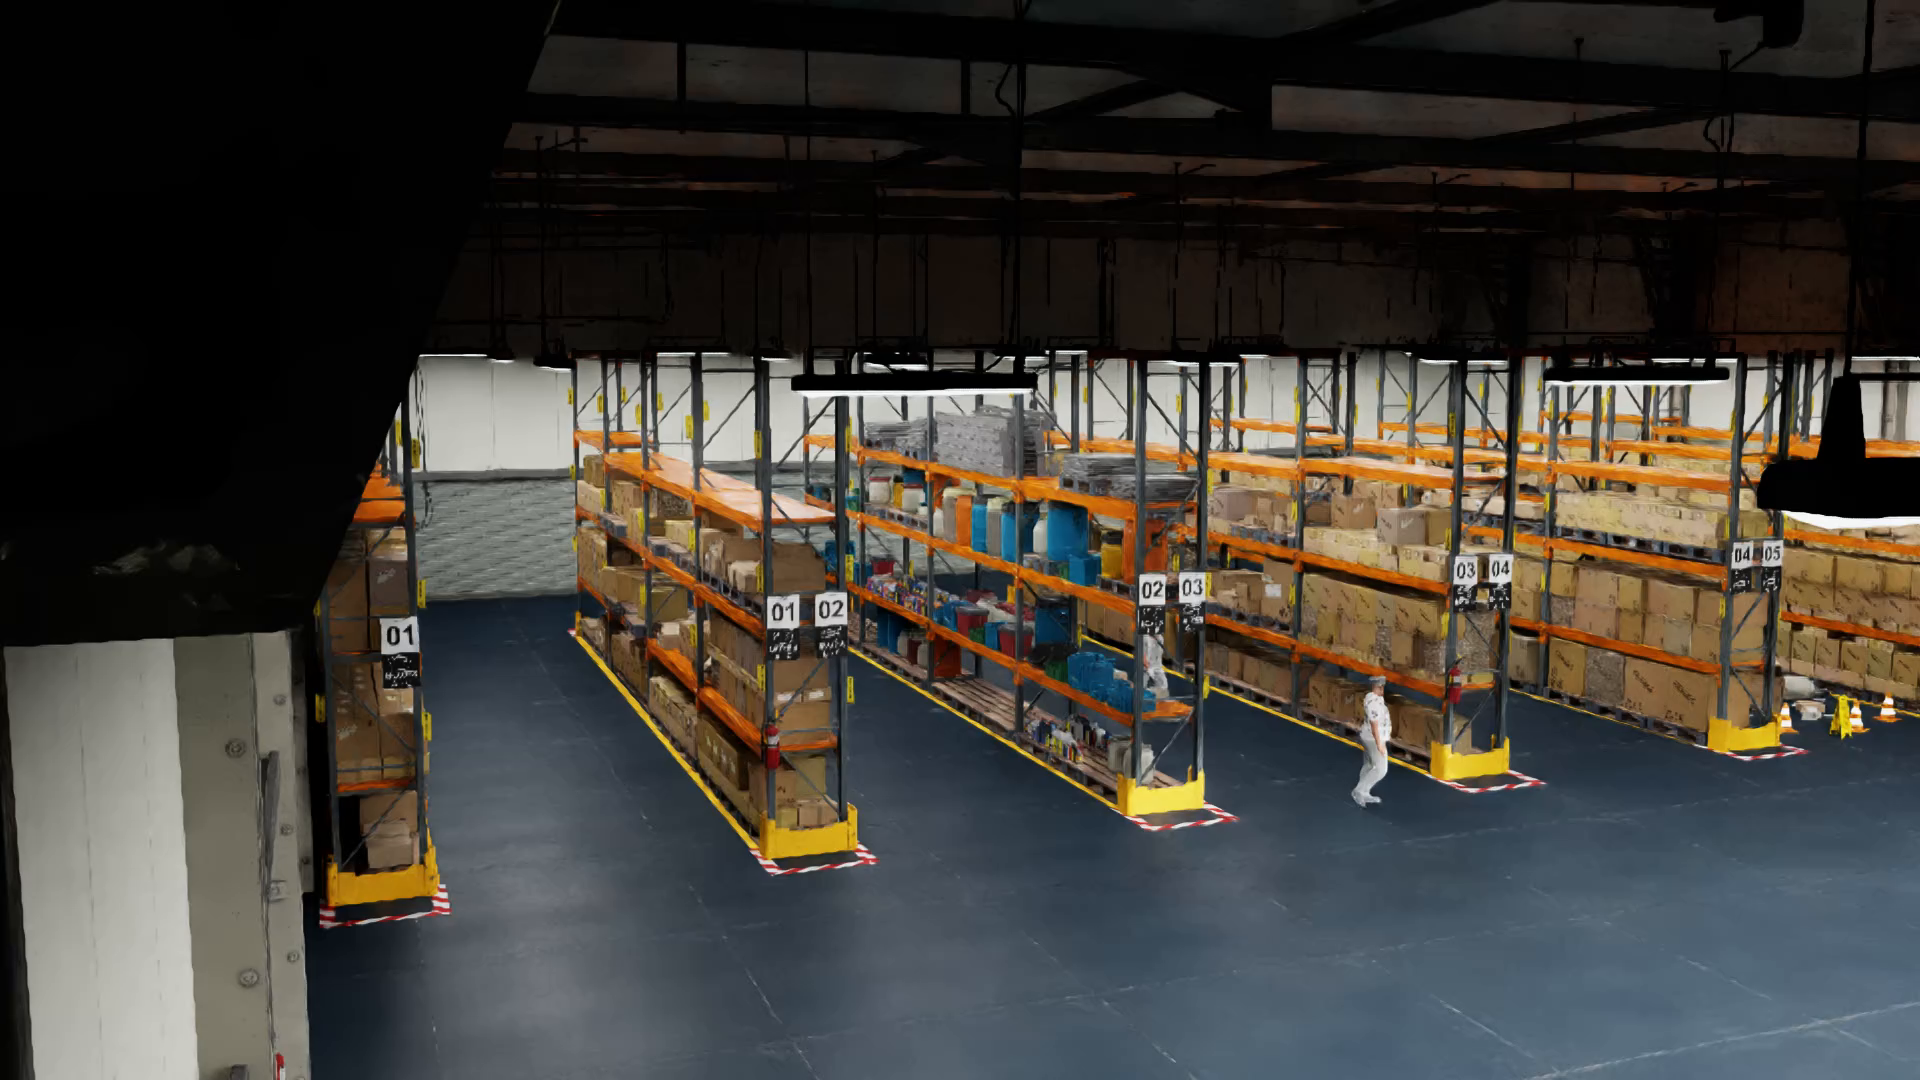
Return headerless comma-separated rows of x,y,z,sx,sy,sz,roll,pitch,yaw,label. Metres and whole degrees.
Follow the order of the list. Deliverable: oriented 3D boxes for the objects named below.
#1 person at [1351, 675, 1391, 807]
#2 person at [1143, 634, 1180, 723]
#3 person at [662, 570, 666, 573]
5.519,2.693,22.304,0.508,1.735,0.712,1,7,11,person
3.140,2.098,27.099,0.528,1.727,1.030,-4,8,-29,person
-7.128,0.604,39.617,0.456,1.589,1.088,-2,7,-19,person
